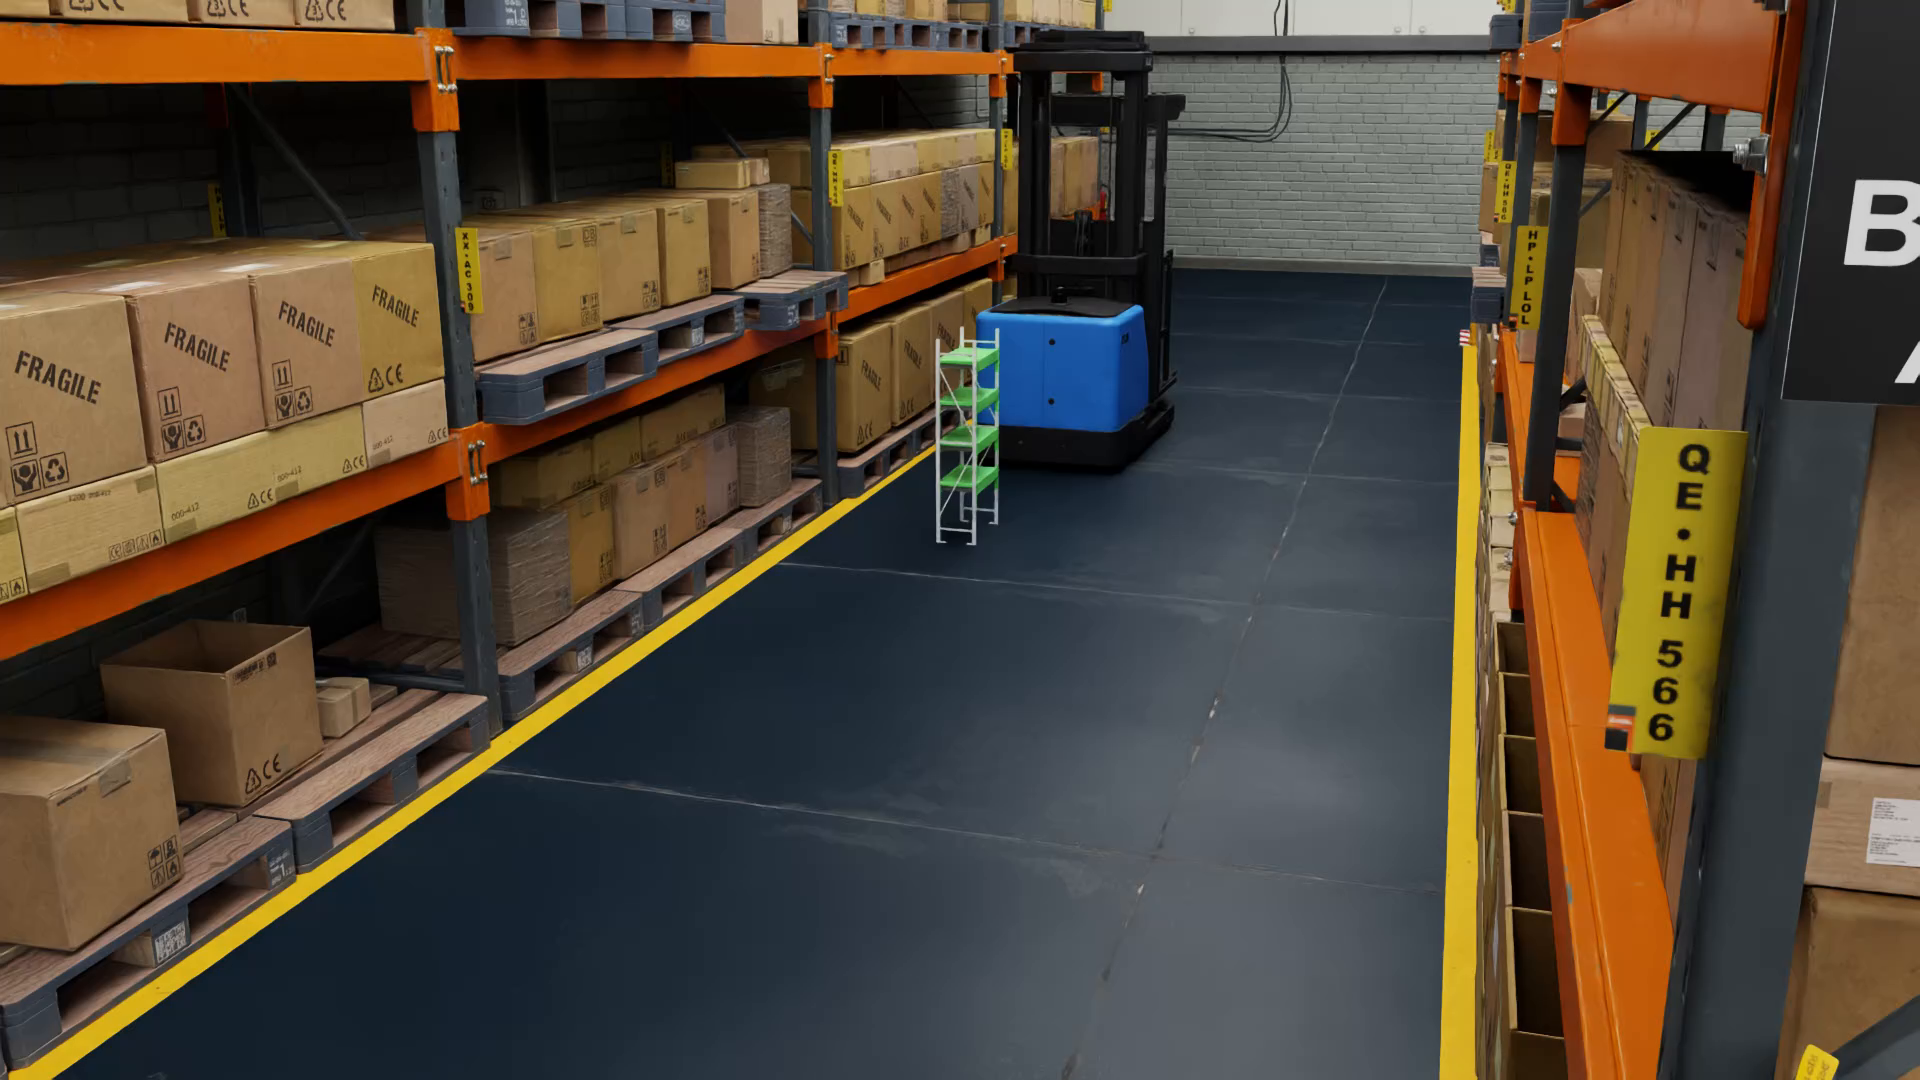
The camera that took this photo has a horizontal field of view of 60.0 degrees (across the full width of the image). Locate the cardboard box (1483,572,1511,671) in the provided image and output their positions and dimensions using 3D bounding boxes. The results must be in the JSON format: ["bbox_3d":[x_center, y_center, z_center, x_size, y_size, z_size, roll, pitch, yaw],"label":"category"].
[{"bbox_3d":[2.319,0.311,6.479,0.500,0.311,0.500,5,17,17],"label":"cardboard box"}]

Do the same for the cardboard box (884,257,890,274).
[{"bbox_3d":[-0.706,-1.934,11.576,0.380,0.149,0.250,5,17,17],"label":"cardboard box"}]

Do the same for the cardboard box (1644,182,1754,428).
[{"bbox_3d":[1.789,-0.437,3.314,0.700,0.500,0.500,5,16,16],"label":"cardboard box"}]

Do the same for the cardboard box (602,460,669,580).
[{"bbox_3d":[-1.938,-0.131,8.570,0.700,0.500,0.500,5,17,17],"label":"cardboard box"}]

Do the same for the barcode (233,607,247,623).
[{"bbox_3d":[-2.797,0.301,6.460,0.001,0.075,0.075,5,16,16],"label":"barcode"}]

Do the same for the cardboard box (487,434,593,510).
[{"bbox_3d":[-2.098,-0.338,7.924,0.500,0.250,0.500,4,16,15],"label":"cardboard box"}]

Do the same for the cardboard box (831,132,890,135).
[{"bbox_3d":[-0.800,-2.944,12.574,0.500,0.250,0.500,4,16,14],"label":"cardboard box"}]

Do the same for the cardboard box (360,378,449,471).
[{"bbox_3d":[-2.257,-0.449,6.153,0.500,0.250,0.500,5,16,16],"label":"cardboard box"}]

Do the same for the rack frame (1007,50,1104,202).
[{"bbox_3d":[0.997,-3.798,17.724,1.000,3.000,0.127,5,16,16],"label":"rack frame"}]

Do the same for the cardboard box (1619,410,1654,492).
[{"bbox_3d":[1.638,-0.175,3.577,0.380,0.149,0.250,4,16,15],"label":"cardboard box"}]

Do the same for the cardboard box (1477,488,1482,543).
[{"bbox_3d":[3.043,-0.087,8.909,0.500,0.250,0.500,5,16,16],"label":"cardboard box"}]

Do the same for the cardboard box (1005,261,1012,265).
[{"bbox_3d":[0.379,-2.635,16.246,0.380,0.149,0.250,5,17,16],"label":"cardboard box"}]

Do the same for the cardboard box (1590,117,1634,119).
[{"bbox_3d":[5.160,-3.134,13.367,0.500,0.500,0.500,4,16,14],"label":"cardboard box"}]

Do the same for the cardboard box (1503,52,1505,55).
[{"bbox_3d":[5.063,-4.411,14.660,0.500,0.250,0.500,5,16,16],"label":"cardboard box"}]

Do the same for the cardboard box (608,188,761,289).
[{"bbox_3d":[-1.533,-1.693,9.312,0.700,0.500,0.500,3,16,11],"label":"cardboard box"}]

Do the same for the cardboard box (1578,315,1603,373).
[{"bbox_3d":[2.075,-0.581,5.007,0.380,0.149,0.250,5,16,16],"label":"cardboard box"}]

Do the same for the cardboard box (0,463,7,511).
[{"bbox_3d":[-2.823,-0.275,4.167,0.500,0.500,0.500,4,16,14],"label":"cardboard box"}]

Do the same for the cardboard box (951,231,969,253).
[{"bbox_3d":[-0.149,-2.324,12.951,0.380,0.149,0.250,5,16,16],"label":"cardboard box"}]

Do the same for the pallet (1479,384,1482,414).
[{"bbox_3d":[4.807,-1.207,13.697,1.003,0.211,1.213,5,16,16],"label":"pallet"}]

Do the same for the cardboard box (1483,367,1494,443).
[{"bbox_3d":[3.805,-0.867,11.165,0.500,0.500,0.500,4,16,14],"label":"cardboard box"}]

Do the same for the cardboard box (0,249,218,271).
[{"bbox_3d":[-2.898,-0.715,5.718,0.500,0.500,0.500,5,16,16],"label":"cardboard box"}]

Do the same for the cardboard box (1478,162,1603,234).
[{"bbox_3d":[4.262,-2.512,12.237,0.700,0.500,0.500,-1,16,-3],"label":"cardboard box"}]

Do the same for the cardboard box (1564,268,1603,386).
[{"bbox_3d":[3.013,-0.930,7.428,0.500,0.500,0.500,4,16,13],"label":"cardboard box"}]

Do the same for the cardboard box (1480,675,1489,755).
[{"bbox_3d":[2.177,0.714,6.084,0.500,0.250,0.500,4,16,15],"label":"cardboard box"}]

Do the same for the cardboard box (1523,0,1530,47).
[{"bbox_3d":[3.711,-3.064,9.453,0.910,0.500,0.500,5,16,16],"label":"cardboard box"}]

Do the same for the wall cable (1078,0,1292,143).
[{"bbox_3d":[2.947,-6.643,22.448,3.097,2.526,0.112,5,16,16],"label":"wall cable"}]

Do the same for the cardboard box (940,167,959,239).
[{"bbox_3d":[-0.316,-2.547,12.548,0.500,0.500,0.500,5,16,16],"label":"cardboard box"}]

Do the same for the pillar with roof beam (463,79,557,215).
[{"bbox_3d":[1.652,-3.985,7.386,9.100,9.000,0.400,5,16,16],"label":"pillar with roof beam"}]

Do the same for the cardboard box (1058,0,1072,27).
[{"bbox_3d":[0.753,-4.934,15.554,0.500,0.250,0.500,4,16,14],"label":"cardboard box"}]

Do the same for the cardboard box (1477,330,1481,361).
[{"bbox_3d":[4.714,-1.654,14.285,0.500,0.311,0.500,5,16,16],"label":"cardboard box"}]

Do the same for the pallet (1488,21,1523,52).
[{"bbox_3d":[4.358,-3.556,11.717,1.213,0.211,1.003,5,16,16],"label":"pallet"}]

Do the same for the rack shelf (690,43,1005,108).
[{"bbox_3d":[-0.708,-3.326,11.878,1.077,0.370,4.000,5,16,16],"label":"rack shelf"}]

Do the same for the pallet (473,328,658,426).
[{"bbox_3d":[-2.057,-0.755,7.347,1.003,0.211,1.213,5,16,16],"label":"pallet"}]

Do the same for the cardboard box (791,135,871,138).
[{"bbox_3d":[-0.953,-2.808,12.094,0.500,0.250,0.500,4,16,15],"label":"cardboard box"}]

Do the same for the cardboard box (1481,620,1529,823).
[{"bbox_3d":[1.905,0.581,5.178,0.500,0.500,0.500,5,16,16],"label":"cardboard box"}]

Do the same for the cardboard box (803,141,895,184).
[{"bbox_3d":[-0.748,-2.506,11.030,0.500,0.250,0.500,4,16,15],"label":"cardboard box"}]

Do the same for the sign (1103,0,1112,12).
[{"bbox_3d":[1.513,-5.584,17.043,0.100,0.325,0.005,5,16,16],"label":"sign"}]

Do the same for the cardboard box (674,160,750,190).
[{"bbox_3d":[-1.423,-2.099,9.555,0.380,0.149,0.250,2,16,7],"label":"cardboard box"}]

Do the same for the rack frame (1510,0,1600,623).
[{"bbox_3d":[2.337,-0.276,5.304,1.000,3.000,0.127,5,16,16],"label":"rack frame"}]

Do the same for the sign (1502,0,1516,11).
[{"bbox_3d":[4.088,-4.101,12.345,0.100,0.325,0.005,5,16,16],"label":"sign"}]

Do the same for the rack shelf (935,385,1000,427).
[{"bbox_3d":[0.047,-0.790,9.770,0.258,0.148,0.480,5,16,16],"label":"rack shelf"}]

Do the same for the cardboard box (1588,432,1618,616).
[{"bbox_3d":[2.073,-0.069,4.391,0.700,0.500,0.500,4,16,15],"label":"cardboard box"}]

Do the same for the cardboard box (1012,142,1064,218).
[{"bbox_3d":[0.440,-3.418,15.835,0.980,0.700,0.700,4,16,13],"label":"cardboard box"}]

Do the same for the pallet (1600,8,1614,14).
[{"bbox_3d":[2.575,-1.858,5.738,0.805,0.209,1.217,4,16,14],"label":"pallet"}]

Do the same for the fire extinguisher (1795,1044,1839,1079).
[{"bbox_3d":[0.721,0.803,1.643,0.296,0.674,0.183,5,16,16],"label":"fire extinguisher"}]

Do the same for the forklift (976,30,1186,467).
[{"bbox_3d":[1.038,-2.271,12.463,1.130,2.935,3.031,5,17,17],"label":"forklift"}]

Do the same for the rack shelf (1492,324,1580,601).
[{"bbox_3d":[2.906,-0.453,7.247,1.077,0.370,4.000,5,16,16],"label":"rack shelf"}]

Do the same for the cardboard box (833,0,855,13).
[{"bbox_3d":[-1.094,-3.682,10.828,0.700,0.500,0.500,4,16,13],"label":"cardboard box"}]

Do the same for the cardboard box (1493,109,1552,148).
[{"bbox_3d":[5.368,-3.849,15.886,0.500,0.500,0.500,5,17,18],"label":"cardboard box"}]

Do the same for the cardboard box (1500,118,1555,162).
[{"bbox_3d":[4.506,-3.050,13.070,0.500,0.500,0.500,5,17,16],"label":"cardboard box"}]

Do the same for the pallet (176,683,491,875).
[{"bbox_3d":[-2.570,0.861,6.407,1.003,0.211,1.213,5,16,16],"label":"pallet"}]

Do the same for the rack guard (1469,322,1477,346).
[{"bbox_3d":[5.726,-2.193,16.644,1.175,0.500,0.348,5,16,16],"label":"rack guard"}]

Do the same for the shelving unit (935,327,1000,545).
[{"bbox_3d":[0.047,-0.621,9.818,0.258,1.200,0.503,5,16,16],"label":"shelving unit"}]
